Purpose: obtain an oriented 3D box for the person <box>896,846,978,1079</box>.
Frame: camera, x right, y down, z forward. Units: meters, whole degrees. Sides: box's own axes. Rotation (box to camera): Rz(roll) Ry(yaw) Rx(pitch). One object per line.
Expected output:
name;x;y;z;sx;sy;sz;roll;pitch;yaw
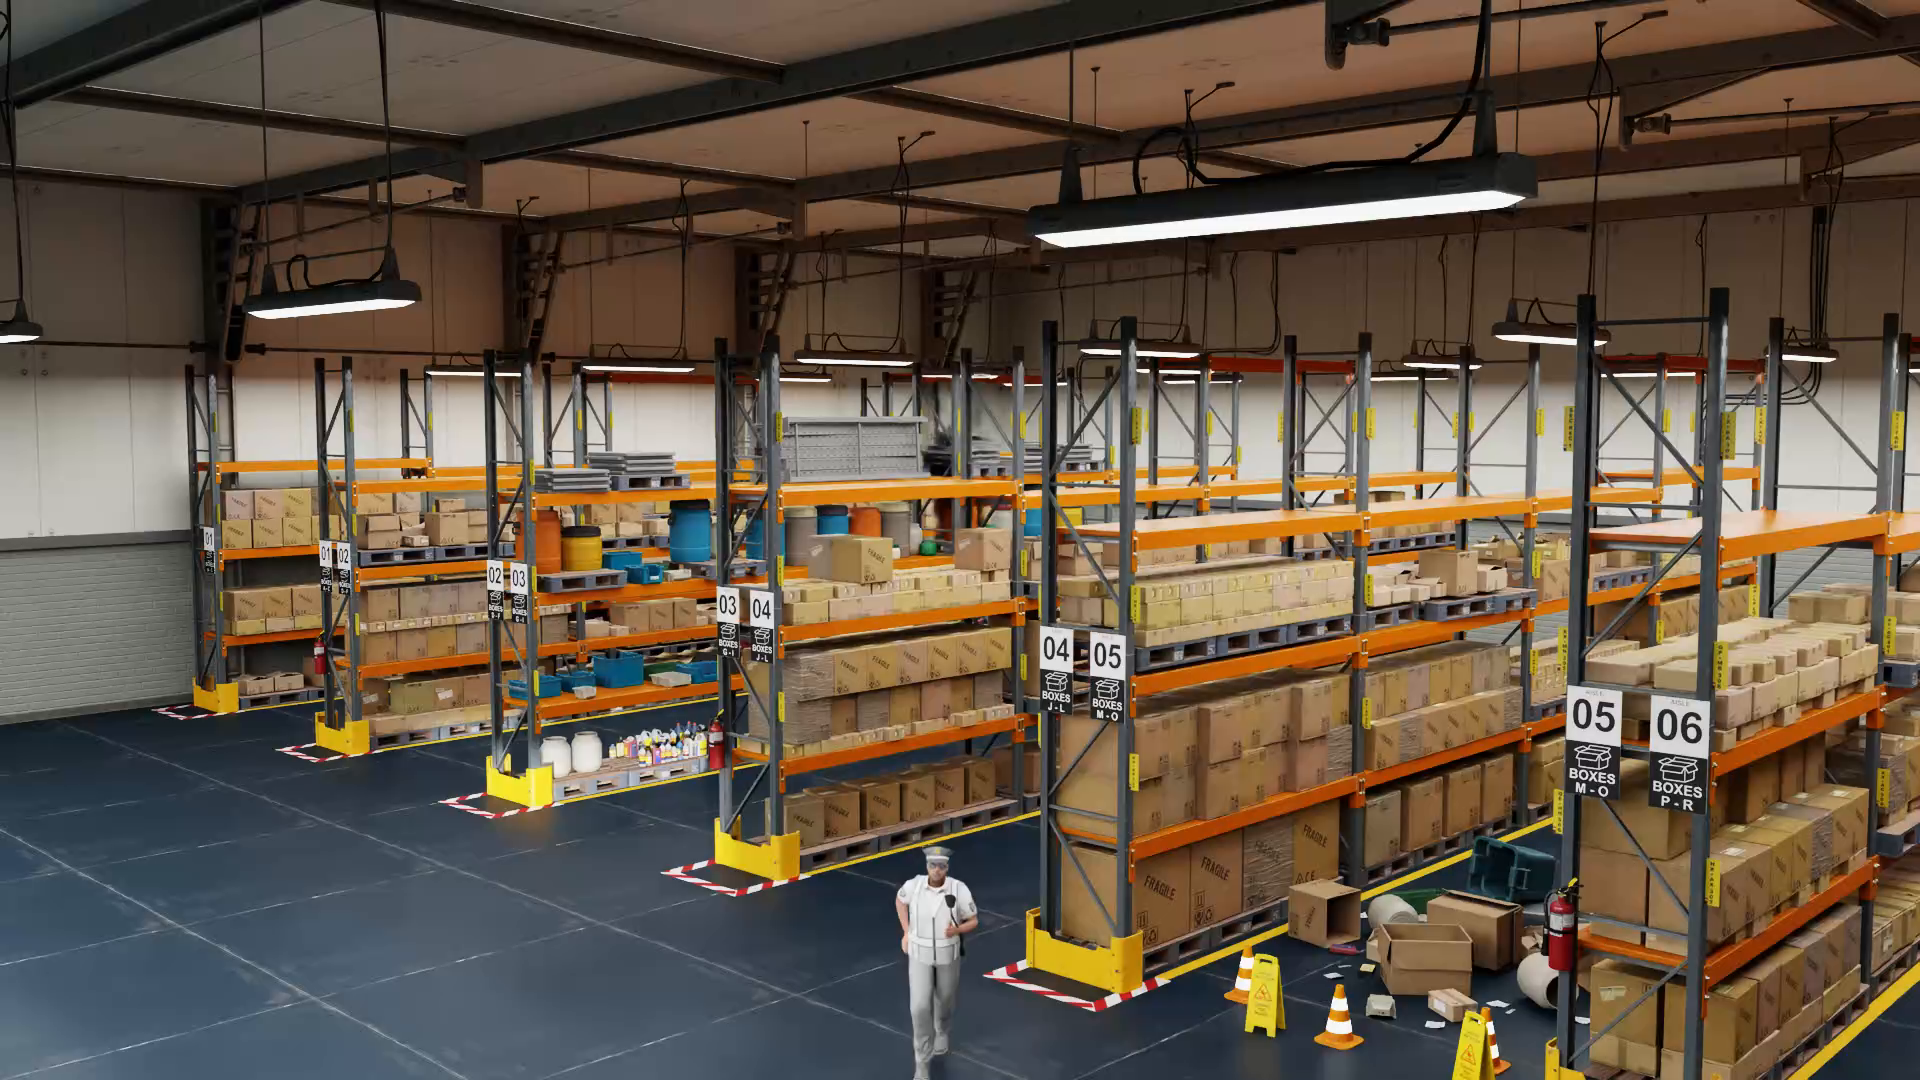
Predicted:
person;-0.182;3.286;13.042;0.647;1.846;0.821;0;4;-1
